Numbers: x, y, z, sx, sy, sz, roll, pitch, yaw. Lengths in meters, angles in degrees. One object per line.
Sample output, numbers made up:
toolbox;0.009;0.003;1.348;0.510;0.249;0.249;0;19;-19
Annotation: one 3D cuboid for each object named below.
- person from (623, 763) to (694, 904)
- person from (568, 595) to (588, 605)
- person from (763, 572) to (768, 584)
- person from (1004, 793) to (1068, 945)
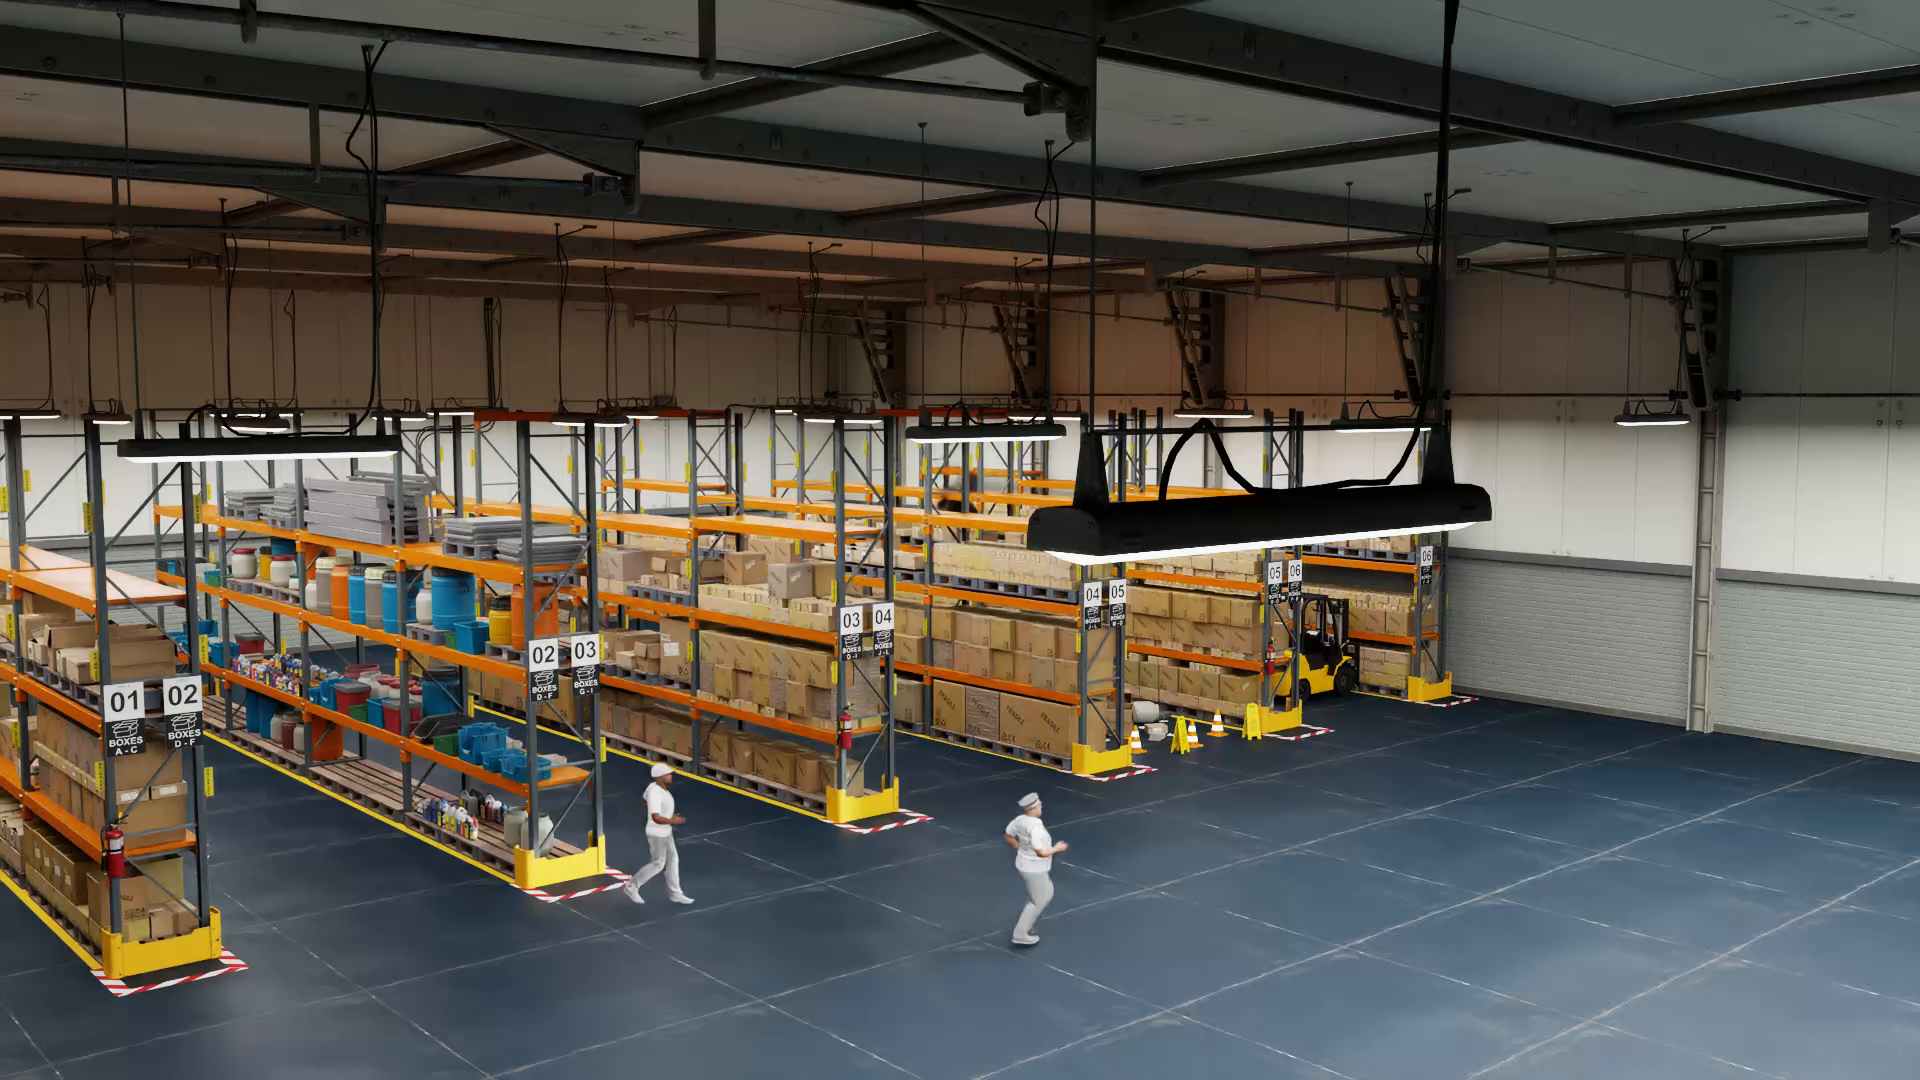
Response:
person;-3.734;3.641;20.560;0.866;1.782;0.725;0;5;-6
person;-9.200;1.913;40.117;0.720;1.696;0.647;2;5;19
person;-5.162;1.628;44.567;0.583;1.577;0.693;-3;6;-27
person;0.897;3.781;19.117;0.660;1.796;0.644;-2;5;-17
